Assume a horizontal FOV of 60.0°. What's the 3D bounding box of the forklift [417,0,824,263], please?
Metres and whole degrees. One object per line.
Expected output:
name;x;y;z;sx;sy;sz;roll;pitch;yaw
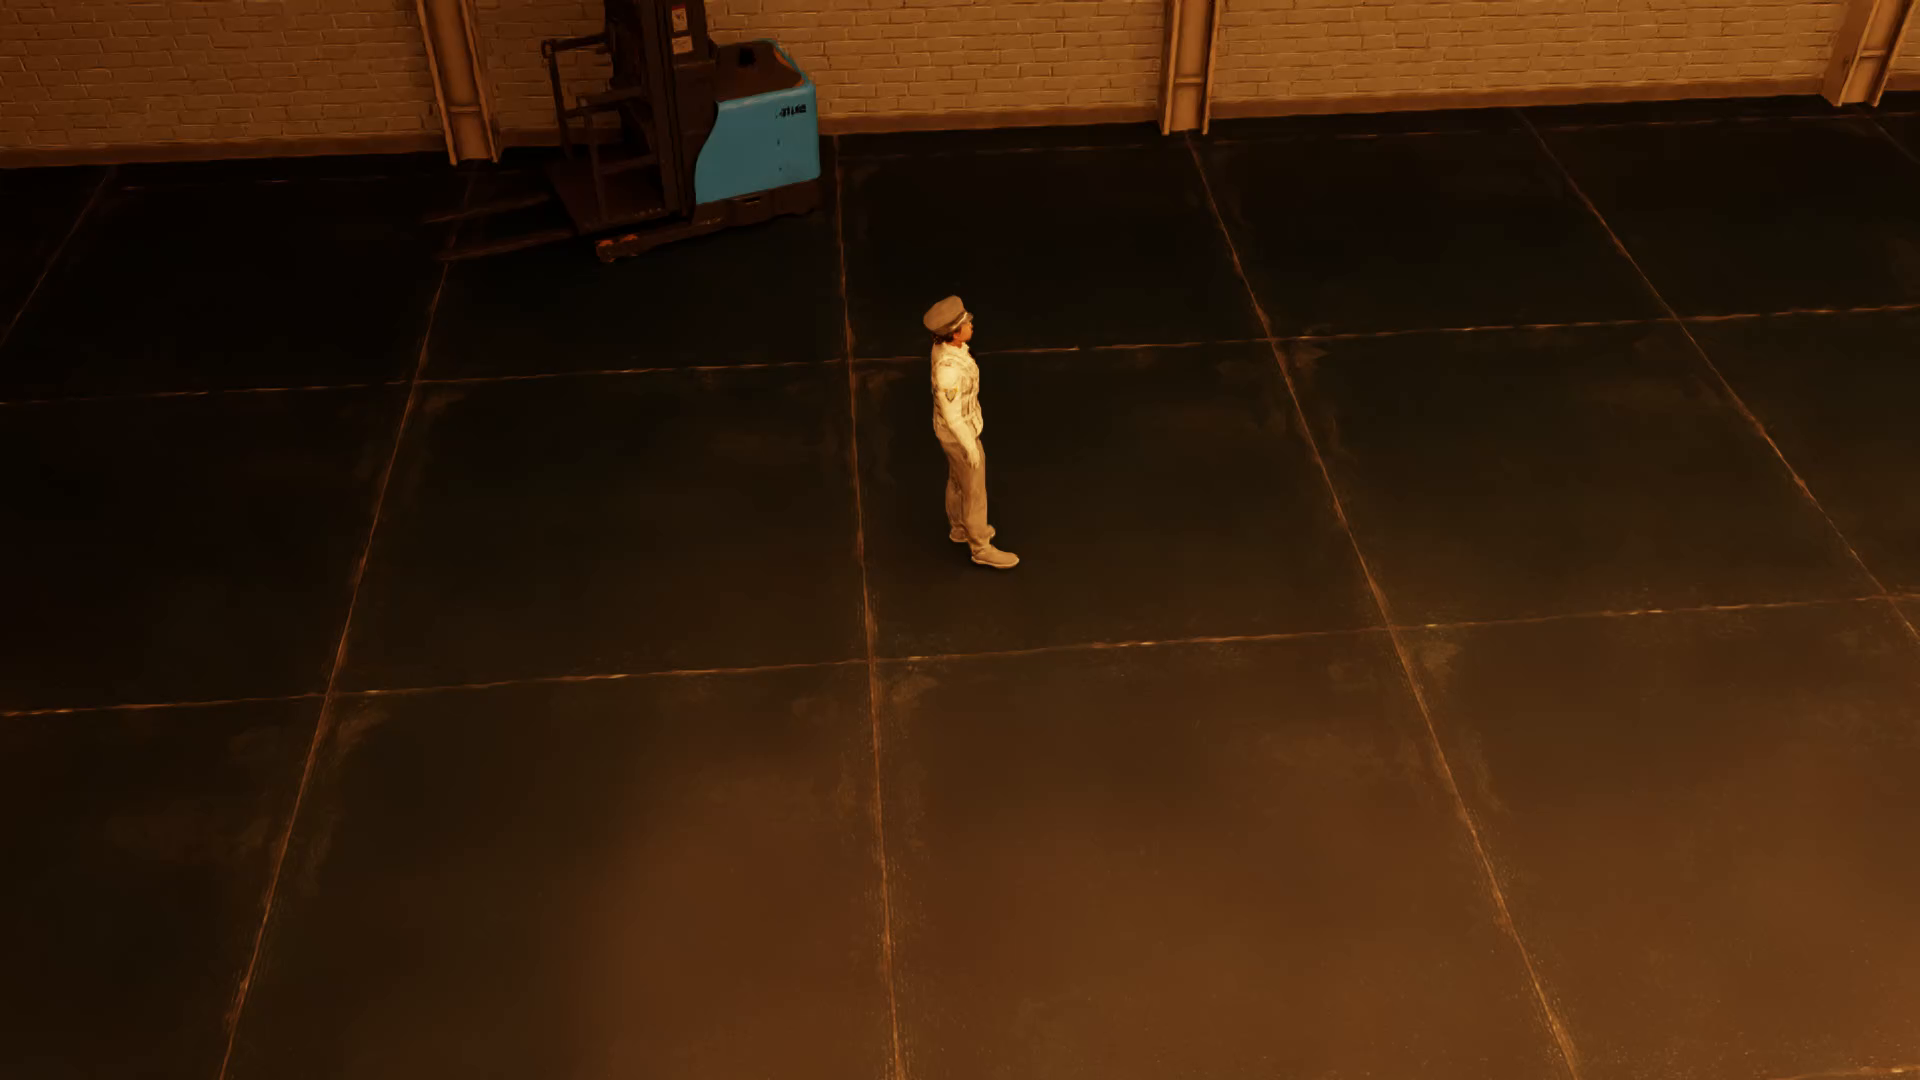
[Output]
forklift;-2.639;-3.618;12.168;3.031;2.935;1.130;-17;43;-19

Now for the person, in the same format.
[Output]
person;0.068;-0.649;9.636;0.532;1.695;0.586;-3;41;-4
